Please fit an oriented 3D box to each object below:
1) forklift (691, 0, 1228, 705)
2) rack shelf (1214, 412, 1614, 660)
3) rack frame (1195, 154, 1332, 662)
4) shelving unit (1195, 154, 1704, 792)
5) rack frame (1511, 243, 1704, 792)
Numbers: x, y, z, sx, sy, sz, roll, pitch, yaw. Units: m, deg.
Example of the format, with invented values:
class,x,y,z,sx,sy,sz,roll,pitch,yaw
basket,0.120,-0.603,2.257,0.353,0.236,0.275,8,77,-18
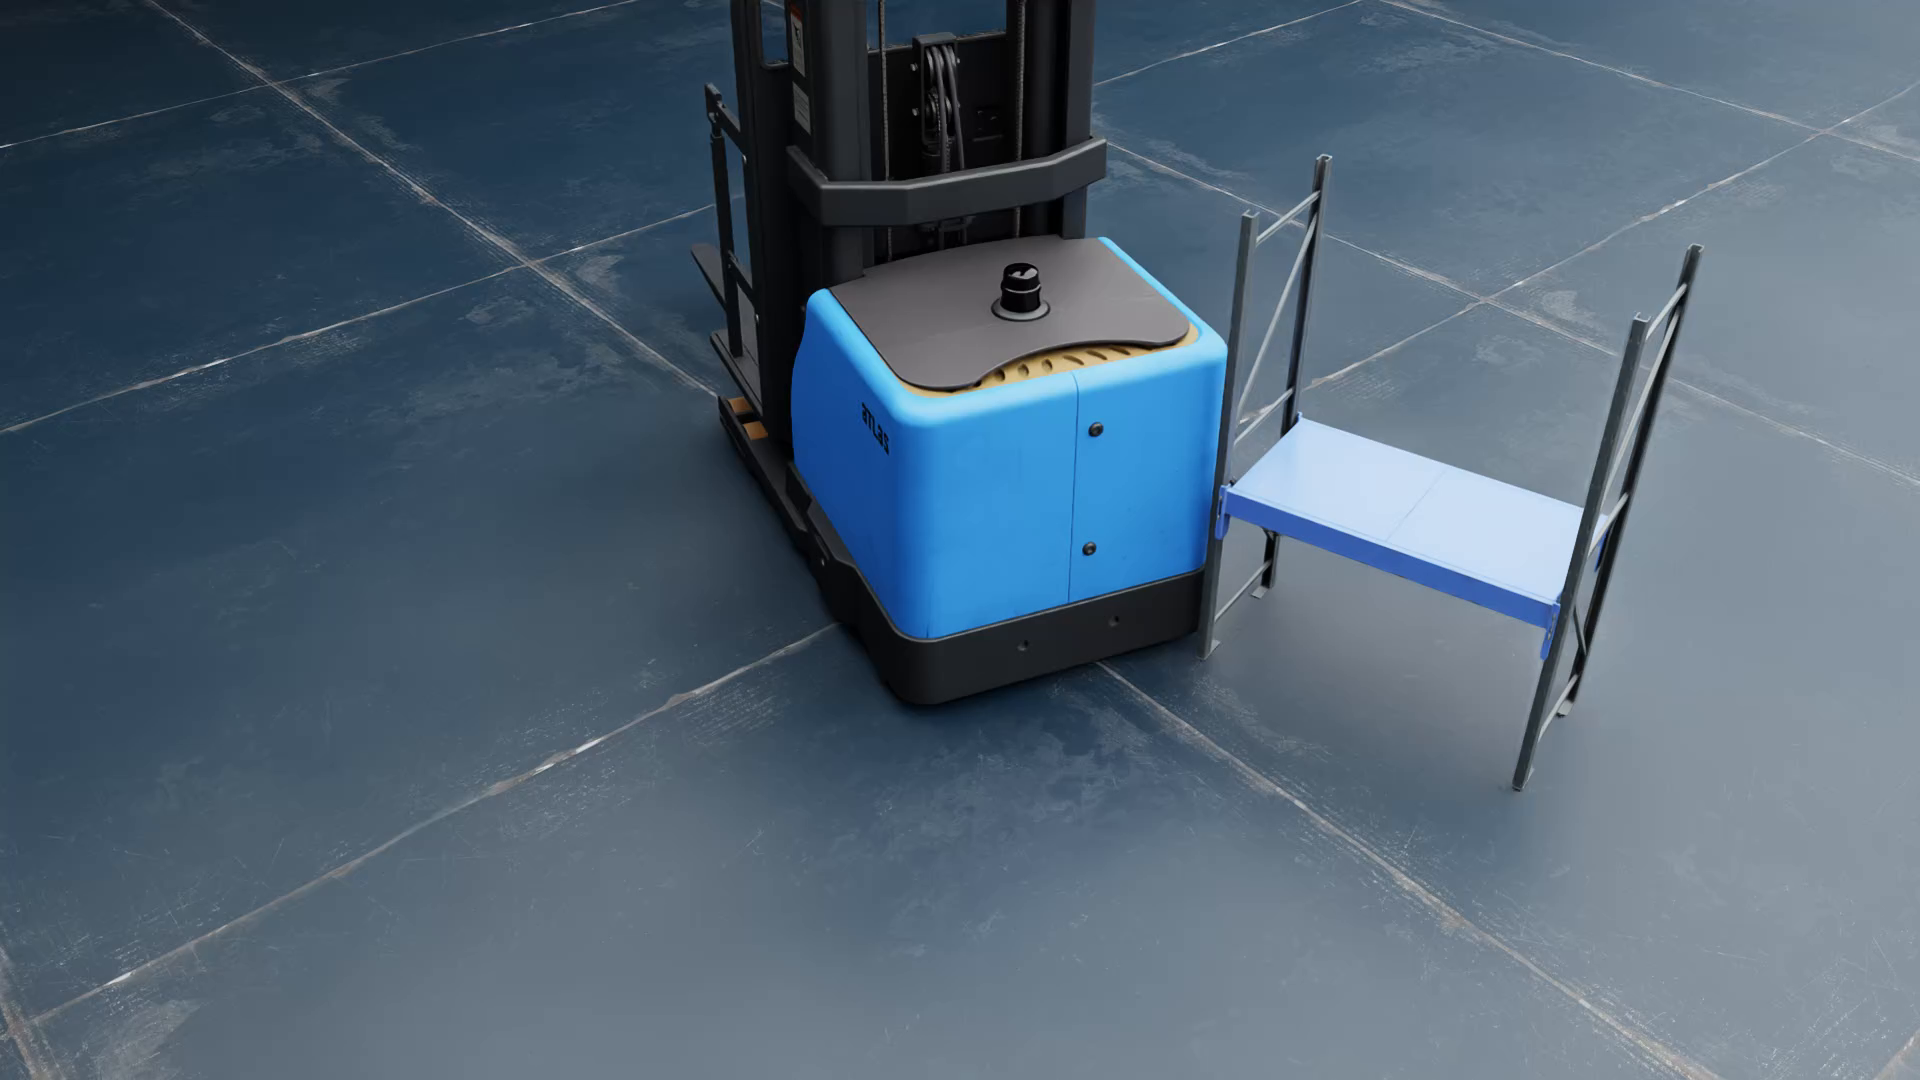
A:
class,x,y,z,sx,sy,sz,roll,pitch,yaw
forklift,-0.259,-1.553,5.407,1.130,2.935,3.031,-14,38,-18
rack shelf,1.311,-0.039,4.818,1.000,0.185,0.538,22,41,28
rack frame,0.893,-0.353,4.951,0.032,1.500,0.500,22,41,28
shelving unit,1.311,-0.185,4.714,1.048,1.500,0.538,22,41,28
rack frame,1.728,-0.018,4.477,0.032,1.500,0.500,22,41,28
